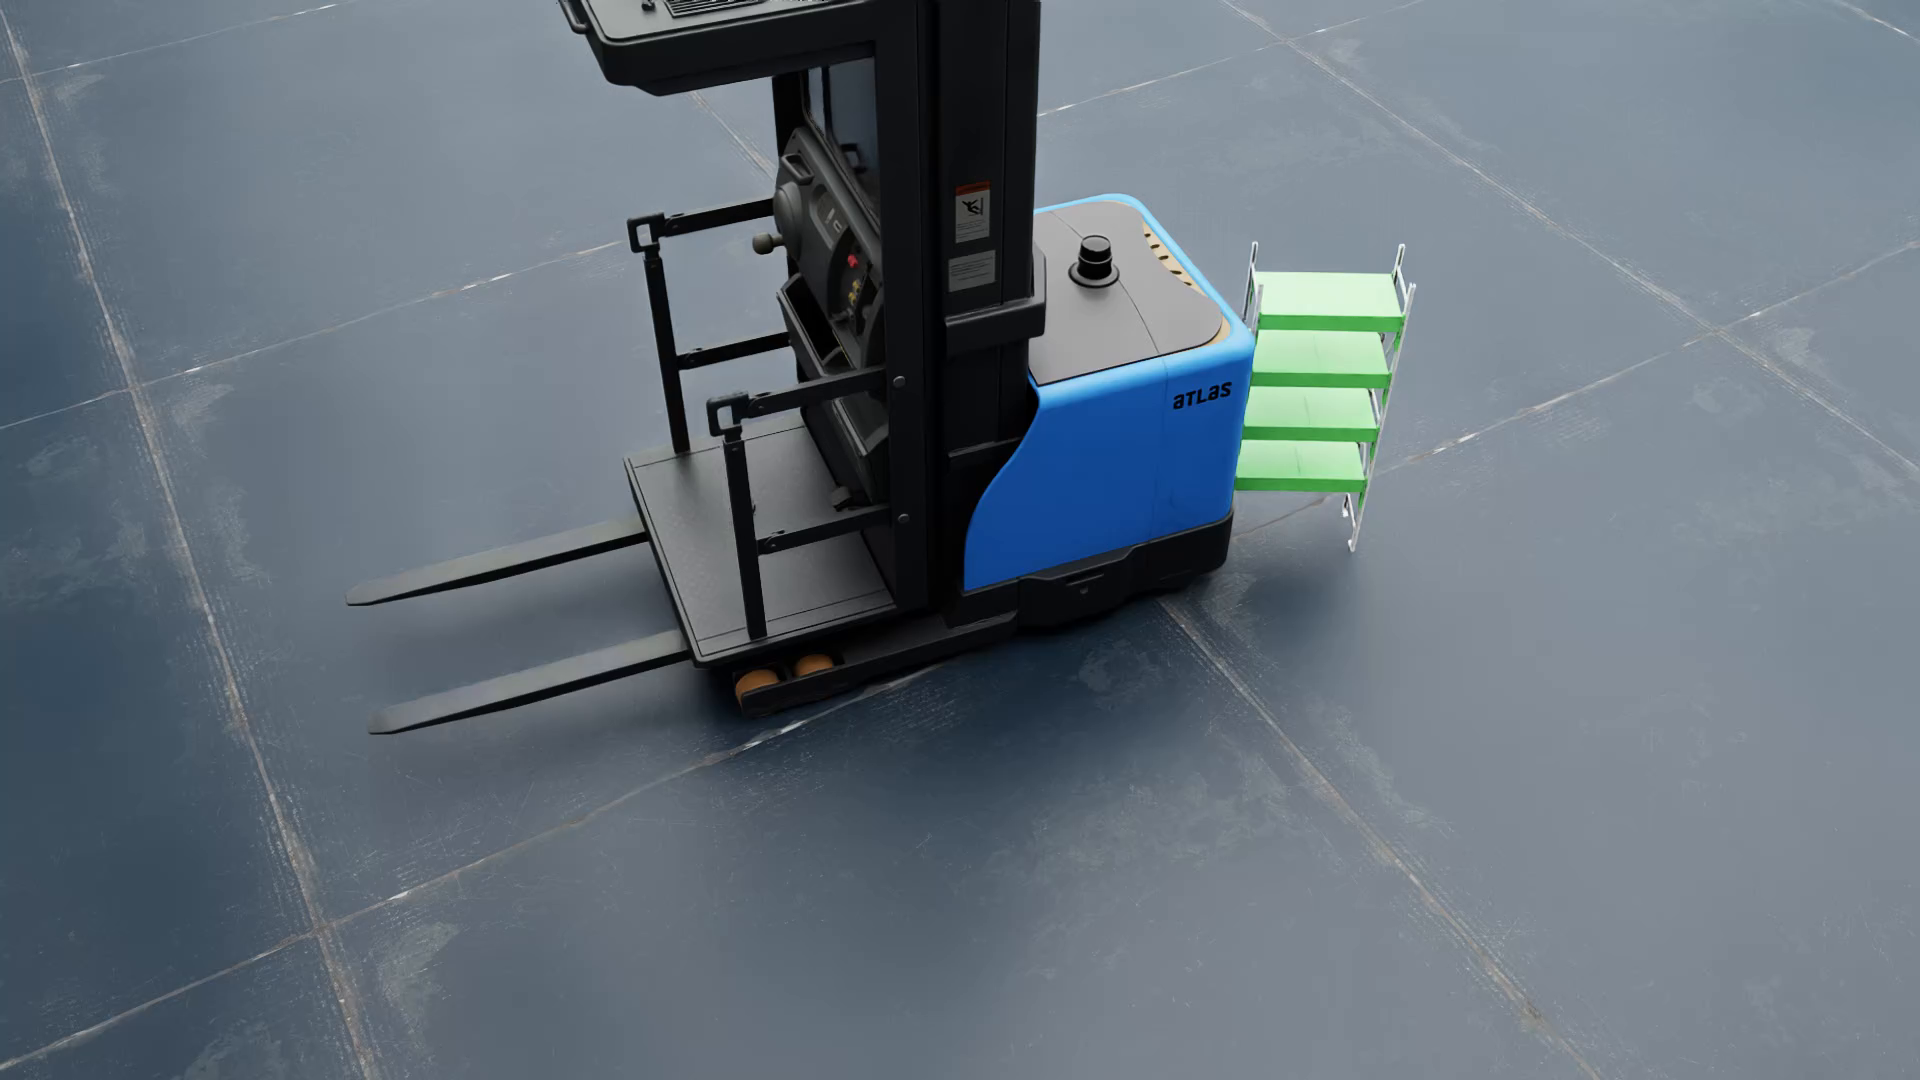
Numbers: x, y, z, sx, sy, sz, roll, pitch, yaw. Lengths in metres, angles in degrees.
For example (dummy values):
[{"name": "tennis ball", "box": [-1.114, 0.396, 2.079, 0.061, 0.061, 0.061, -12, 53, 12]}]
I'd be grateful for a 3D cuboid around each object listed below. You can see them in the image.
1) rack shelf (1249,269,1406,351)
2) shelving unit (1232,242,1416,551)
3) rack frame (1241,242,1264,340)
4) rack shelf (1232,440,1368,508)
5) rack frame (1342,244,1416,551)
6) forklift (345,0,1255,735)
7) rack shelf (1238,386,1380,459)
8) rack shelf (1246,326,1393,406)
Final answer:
[{"name": "rack shelf", "box": [1.225, -0.775, 5.590, 0.480, 0.148, 0.258, 1, 44, 1]}, {"name": "shelving unit", "box": [1.225, -0.477, 5.880, 0.503, 1.200, 0.258, 1, 44, 1]}, {"name": "rack frame", "box": [0.981, -0.482, 5.885, 0.015, 1.200, 0.240, 1, 44, 1]}, {"name": "rack shelf", "box": [1.225, -0.259, 6.091, 0.480, 0.148, 0.258, 1, 44, 1]}, {"name": "rack frame", "box": [1.469, -0.472, 5.874, 0.015, 1.200, 0.240, 1, 44, 1]}, {"name": "forklift", "box": [-0.591, -0.872, 5.044, 3.031, 2.935, 1.130, -15, 46, -15]}, {"name": "rack shelf", "box": [1.225, -0.431, 5.924, 0.480, 0.148, 0.258, 1, 44, 1]}, {"name": "rack shelf", "box": [1.225, -0.603, 5.757, 0.480, 0.148, 0.258, 1, 44, 1]}]
